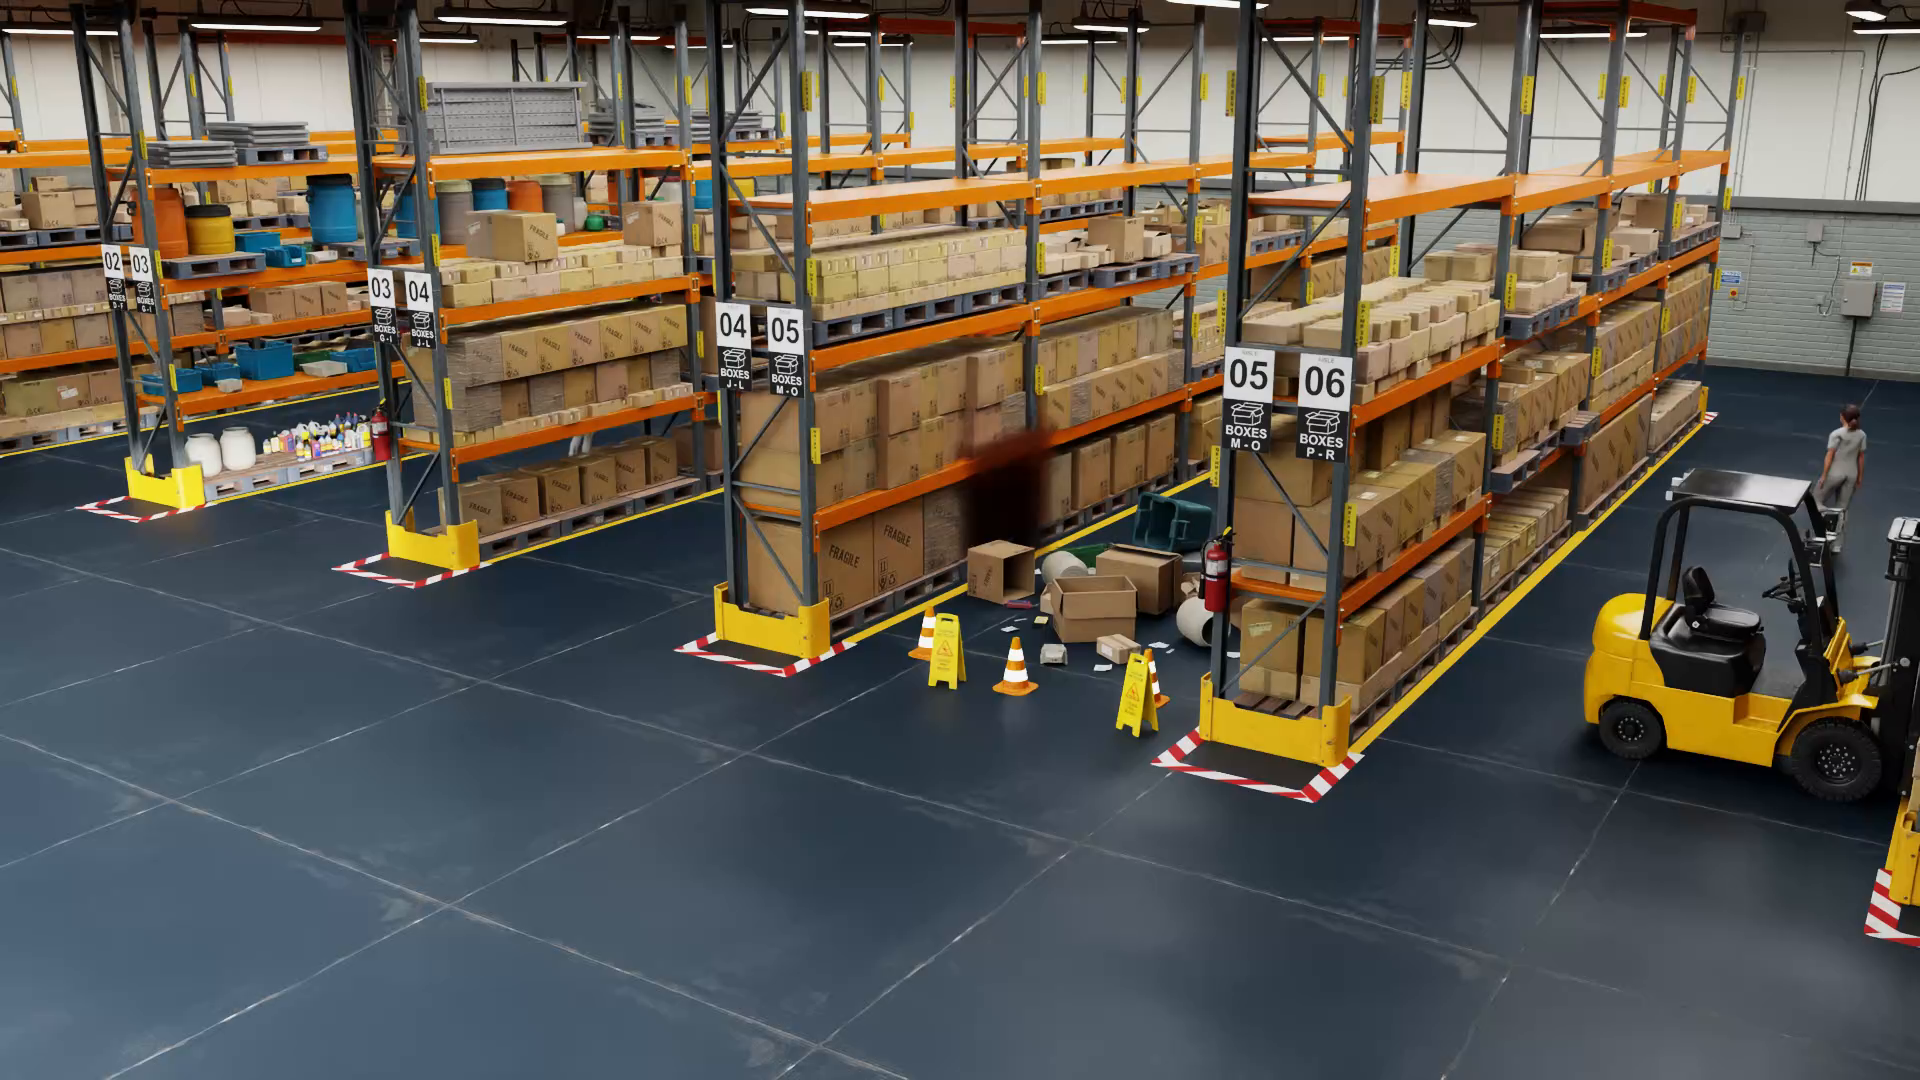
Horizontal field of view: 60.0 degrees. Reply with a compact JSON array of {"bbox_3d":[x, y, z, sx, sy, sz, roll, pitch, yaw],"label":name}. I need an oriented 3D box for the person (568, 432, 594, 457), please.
[{"bbox_3d":[-5.047,-1.691,22.143,0.510,1.674,0.469,7,17,23],"label":"person"}]

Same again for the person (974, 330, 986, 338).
[{"bbox_3d":[0.385,-2.389,24.710,0.666,1.673,0.688,13,20,40],"label":"person"}]

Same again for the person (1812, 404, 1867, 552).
[{"bbox_3d":[9.841,-0.685,18.570,0.495,1.670,0.465,0,16,-2],"label":"person"}]
